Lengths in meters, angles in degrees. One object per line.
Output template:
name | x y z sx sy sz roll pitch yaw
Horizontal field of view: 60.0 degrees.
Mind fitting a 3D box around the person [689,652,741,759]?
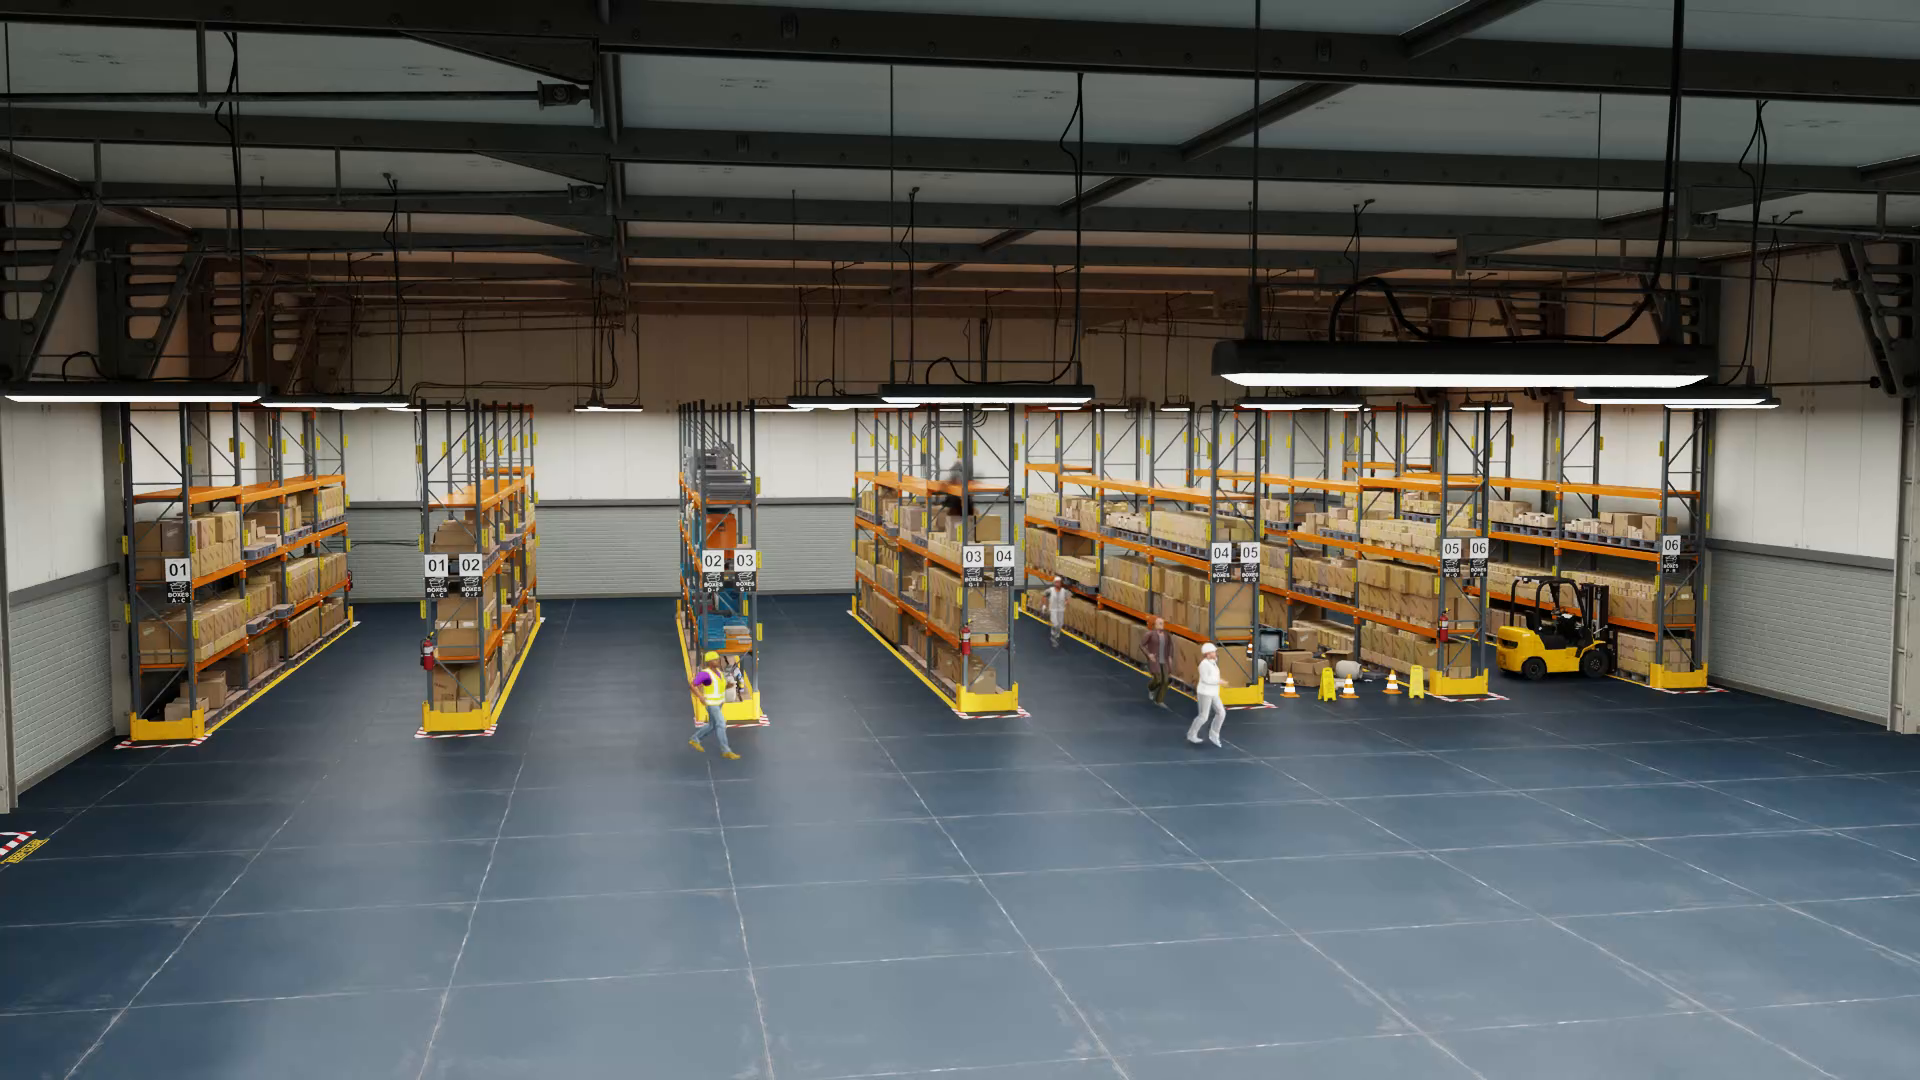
person | -4.086 2.725 27.629 0.984 1.754 0.700 1 4 16

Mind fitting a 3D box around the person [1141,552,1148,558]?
person | 5.595 1.086 50.763 0.546 1.629 0.567 -1 4 -9

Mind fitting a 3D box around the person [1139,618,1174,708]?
person | 3.884 2.403 32.668 0.747 1.750 0.621 -2 5 -20

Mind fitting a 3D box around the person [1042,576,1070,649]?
person | 2.360 1.770 40.581 0.648 1.775 0.786 -1 4 -13

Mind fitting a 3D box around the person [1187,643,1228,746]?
person | 4.296 2.693 28.702 0.748 1.850 0.675 2 5 29
